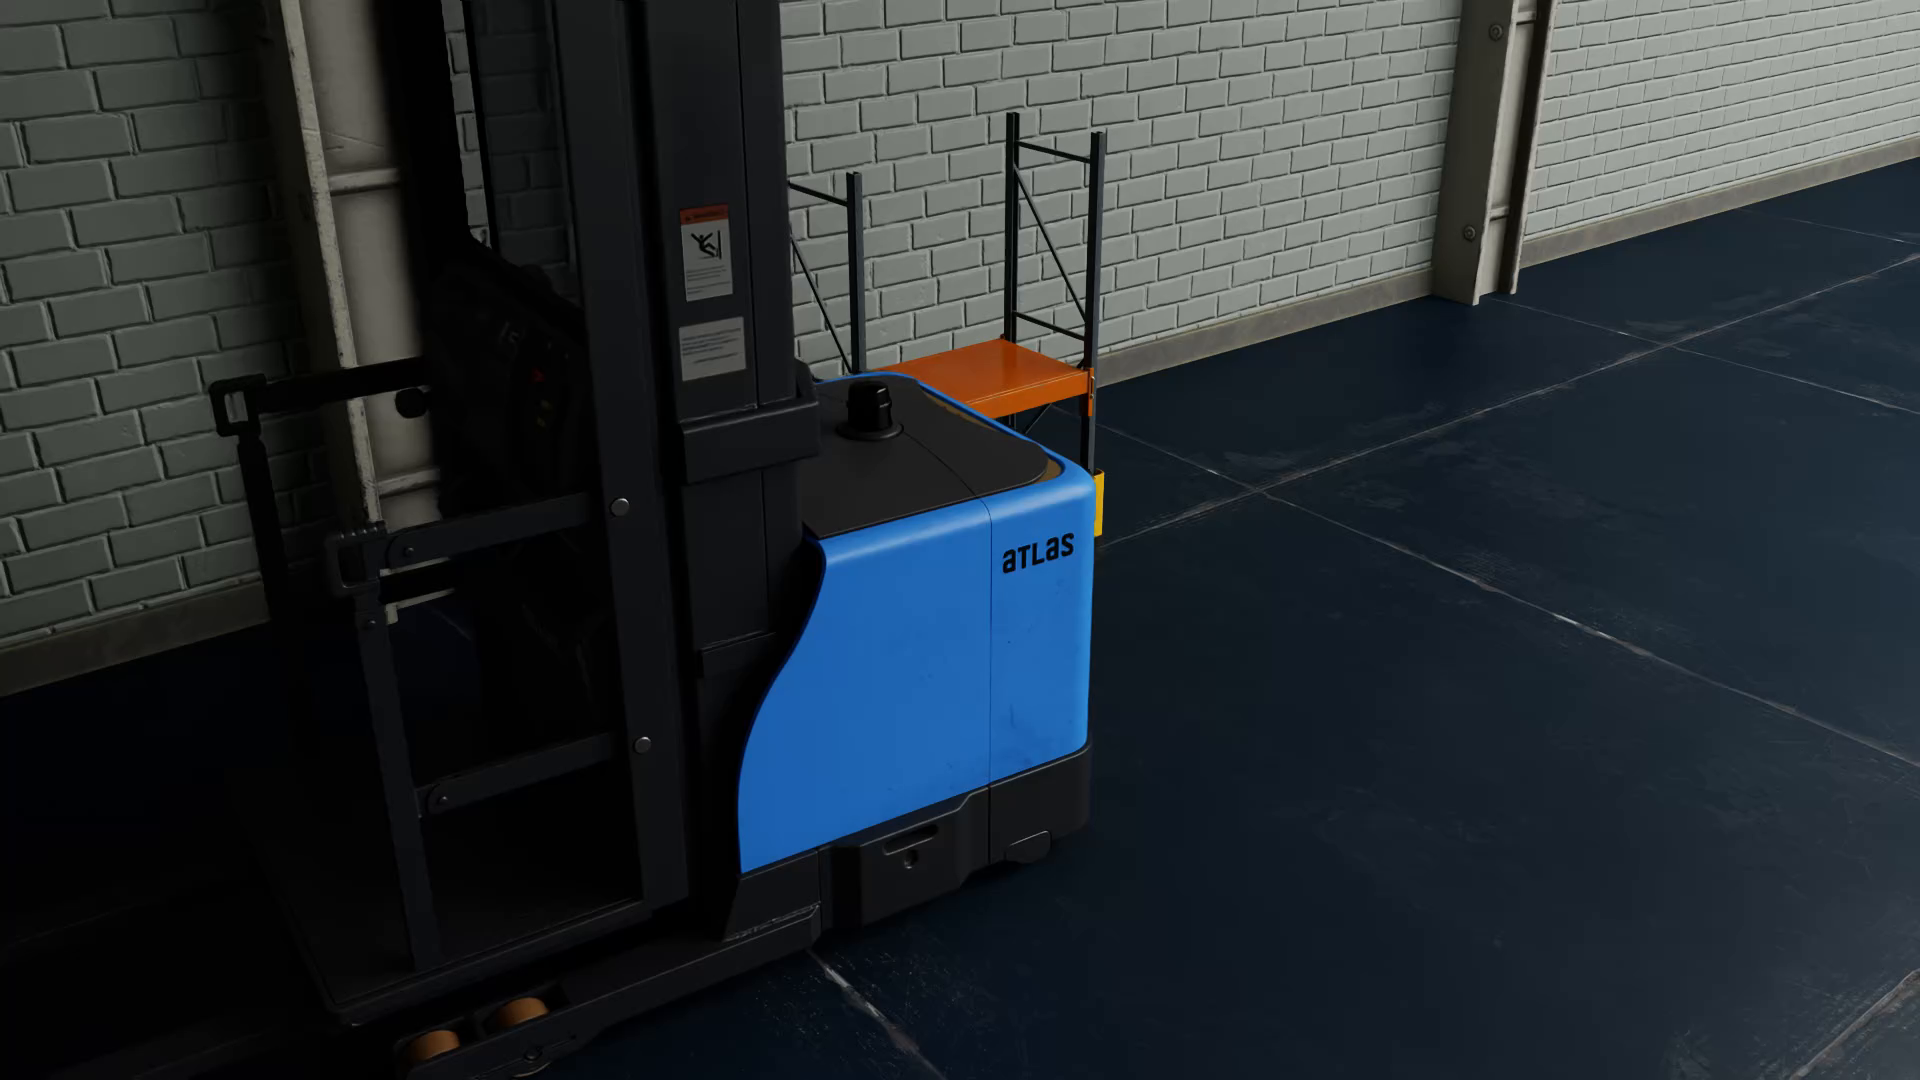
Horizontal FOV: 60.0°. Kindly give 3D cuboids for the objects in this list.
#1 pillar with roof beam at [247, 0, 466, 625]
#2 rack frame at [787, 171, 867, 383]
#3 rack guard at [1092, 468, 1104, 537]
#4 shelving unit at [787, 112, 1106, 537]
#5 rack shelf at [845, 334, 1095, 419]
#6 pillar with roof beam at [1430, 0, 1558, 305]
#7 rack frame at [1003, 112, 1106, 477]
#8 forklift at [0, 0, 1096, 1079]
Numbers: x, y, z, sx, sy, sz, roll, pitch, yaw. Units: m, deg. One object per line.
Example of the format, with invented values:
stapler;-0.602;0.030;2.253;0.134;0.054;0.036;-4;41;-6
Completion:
pillar with roof beam;0.764;-2.466;0.874;0.400;9.000;9.100;-18;31;-34
rack frame;-0.467;-0.526;5.602;0.032;1.500;0.500;-18;31;-34
rack guard;0.332;-0.223;6.433;0.087;0.250;0.587;-18;31;-34
shelving unit;-0.060;-0.661;5.892;1.083;1.500;0.587;-18;31;-34
rack shelf;-0.067;-0.495;5.962;1.000;0.185;0.538;-18;31;-34
pillar with roof beam;5.485;-4.025;4.233;0.400;9.000;9.100;-18;31;-34
rack frame;0.333;-0.790;6.171;0.032;1.500;0.500;-18;31;-34
forklift;-1.165;-0.351;3.524;3.031;2.935;1.130;-15;29;-30
